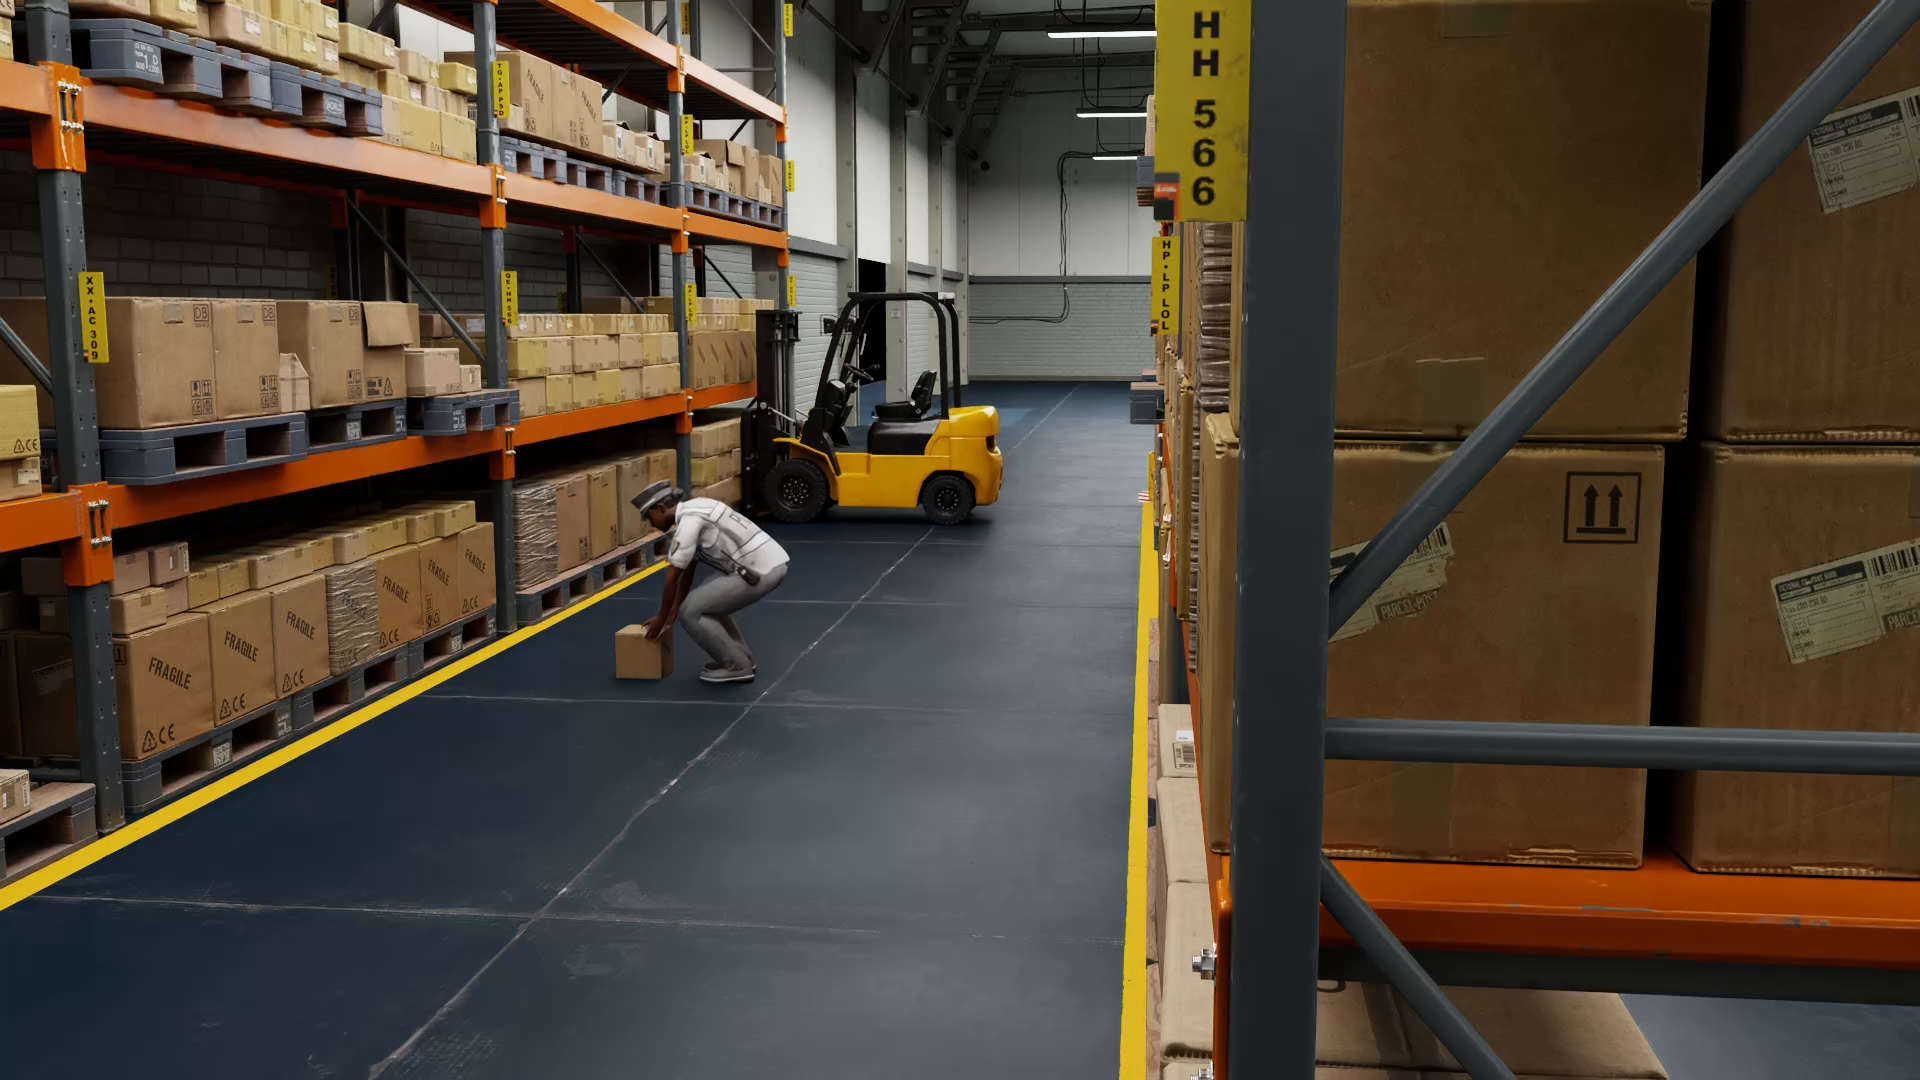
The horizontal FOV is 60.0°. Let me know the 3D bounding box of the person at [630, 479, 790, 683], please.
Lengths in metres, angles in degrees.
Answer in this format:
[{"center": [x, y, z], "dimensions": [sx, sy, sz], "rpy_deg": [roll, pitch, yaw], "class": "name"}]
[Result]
[{"center": [-1.343, 0.216, 8.923], "dimensions": [0.835, 1.073, 0.489], "rpy_deg": [1, 8, 6], "class": "person"}]
